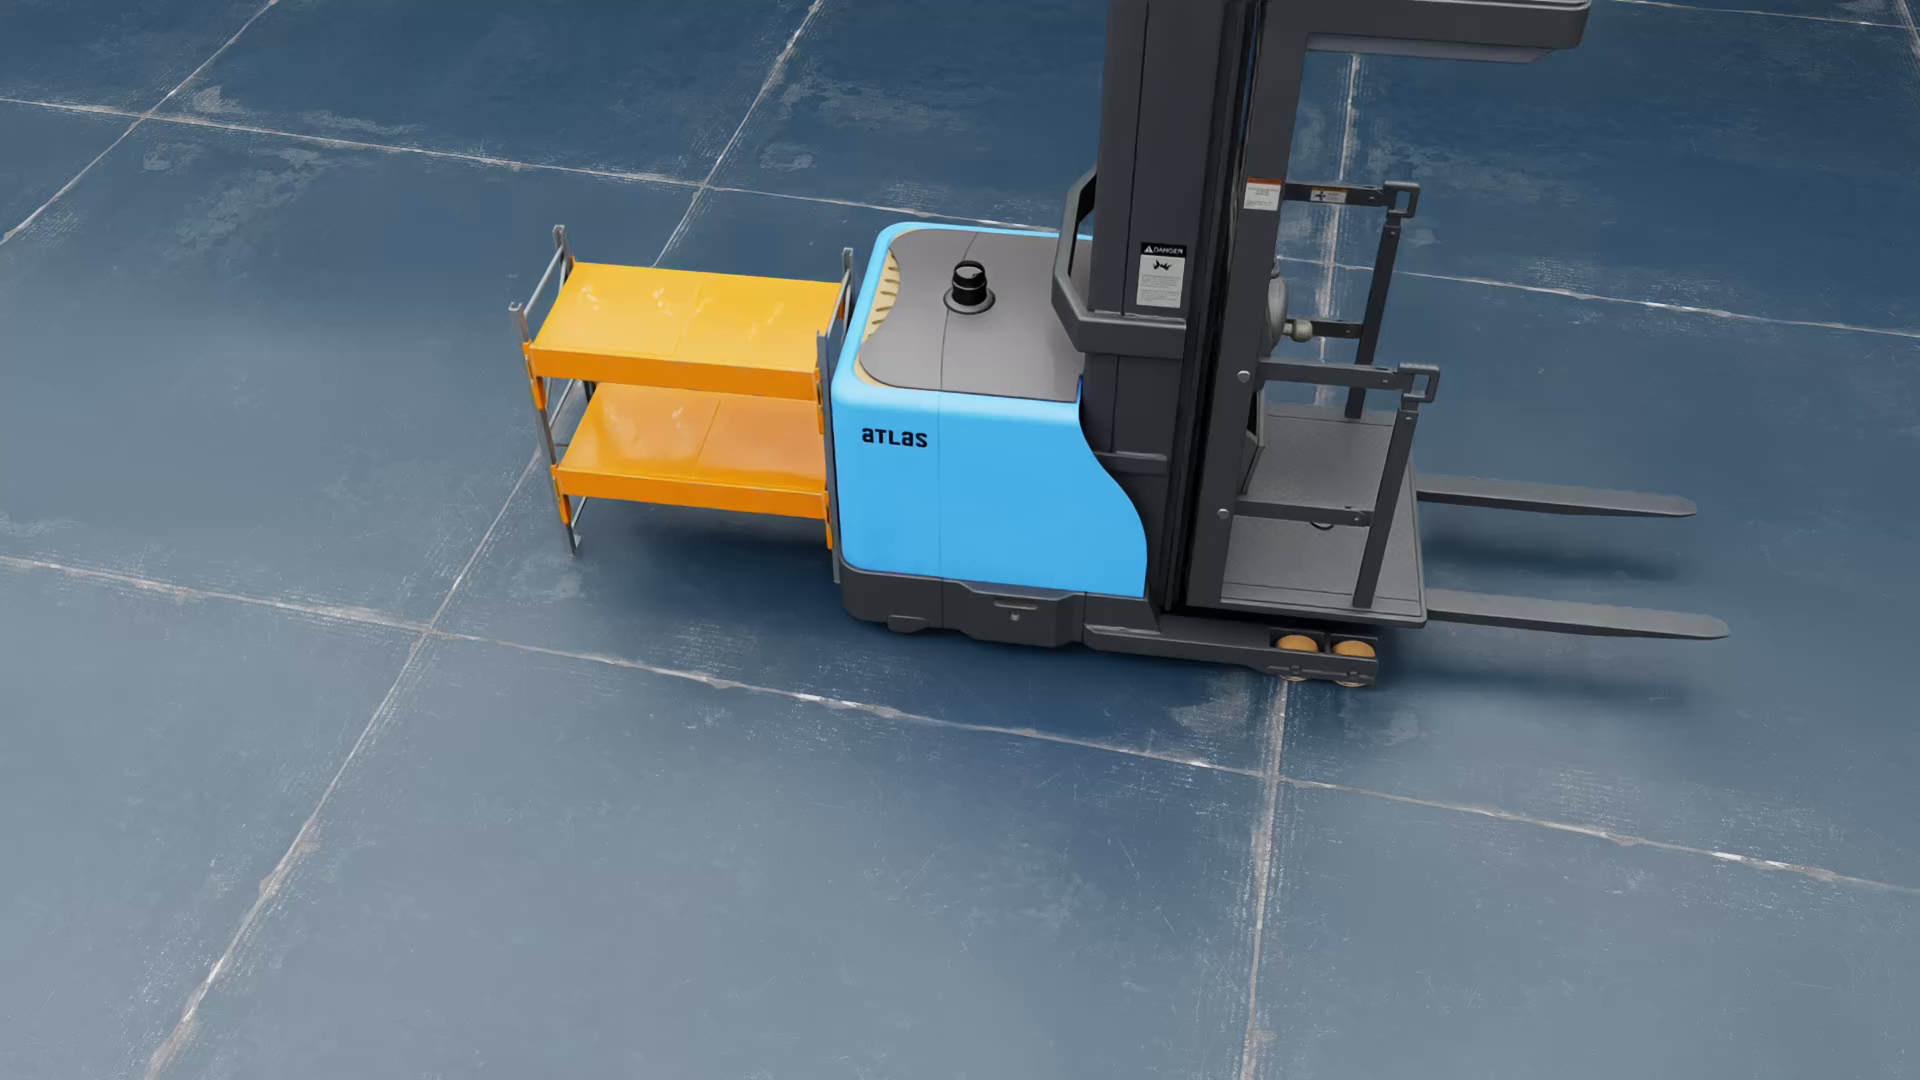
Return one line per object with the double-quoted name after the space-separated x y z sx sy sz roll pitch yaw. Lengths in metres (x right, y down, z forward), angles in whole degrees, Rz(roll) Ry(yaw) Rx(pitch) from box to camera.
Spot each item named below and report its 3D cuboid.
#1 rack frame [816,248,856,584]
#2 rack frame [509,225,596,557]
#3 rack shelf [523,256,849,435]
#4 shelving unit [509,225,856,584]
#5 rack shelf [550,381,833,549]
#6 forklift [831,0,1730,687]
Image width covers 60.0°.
-0.412 -0.418 5.873 0.032 1.125 0.500 5 44 6 "rack frame"
-1.419 -0.515 5.973 0.032 1.125 0.500 5 44 6 "rack frame"
-0.916 -0.677 5.720 1.000 0.278 0.538 5 44 6 "rack shelf"
-0.916 -0.466 5.923 1.048 1.125 0.538 5 44 6 "shelving unit"
-0.916 -0.290 6.093 1.000 0.278 0.538 5 44 6 "rack shelf"
1.136 -0.947 5.120 3.031 2.935 1.130 5 44 6 "forklift"
